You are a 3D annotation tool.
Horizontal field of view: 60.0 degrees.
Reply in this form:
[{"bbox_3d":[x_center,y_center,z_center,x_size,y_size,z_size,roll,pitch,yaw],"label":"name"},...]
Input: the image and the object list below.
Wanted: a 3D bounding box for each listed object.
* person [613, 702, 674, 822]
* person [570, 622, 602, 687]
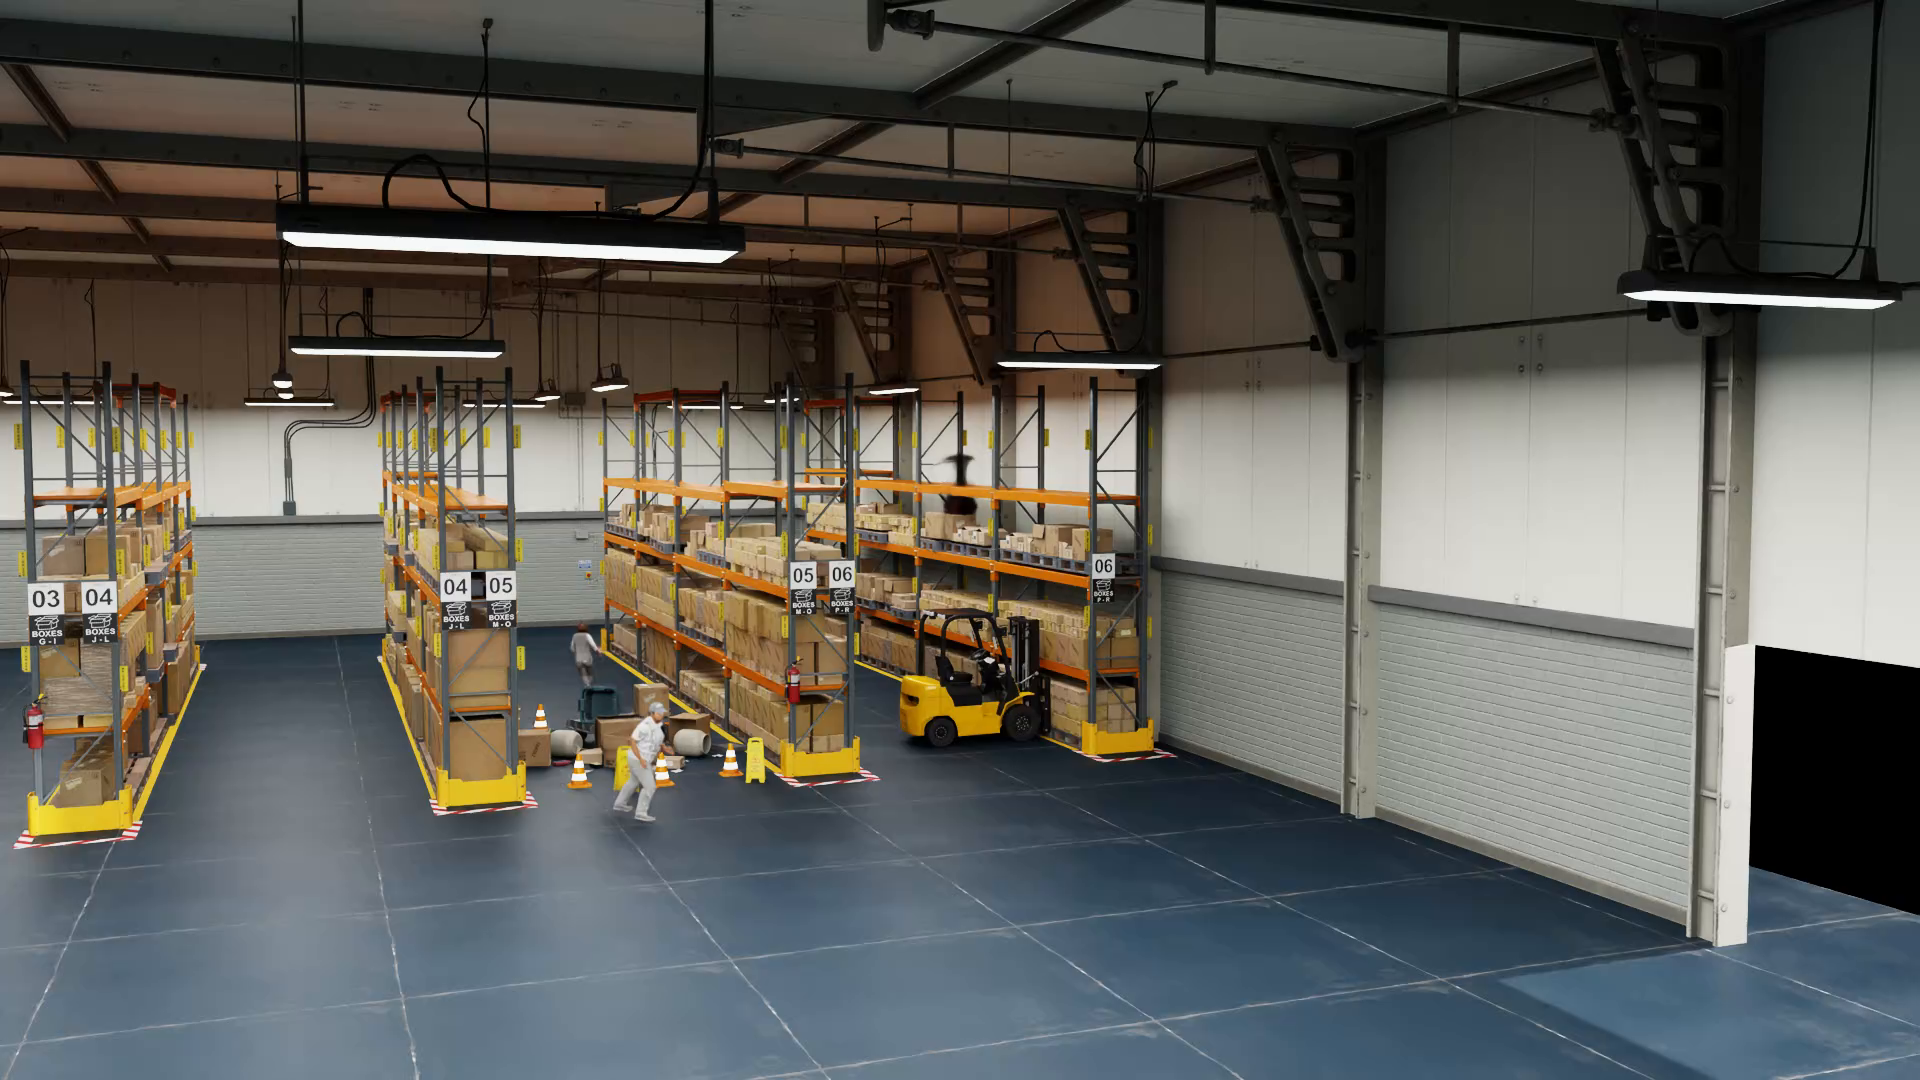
[{"bbox_3d":[-4.205,2.905,21.970,0.861,1.586,0.663,0,3,4],"label":"person"},{"bbox_3d":[-7.226,2.344,32.032,0.639,1.519,0.550,0,3,1],"label":"person"}]
